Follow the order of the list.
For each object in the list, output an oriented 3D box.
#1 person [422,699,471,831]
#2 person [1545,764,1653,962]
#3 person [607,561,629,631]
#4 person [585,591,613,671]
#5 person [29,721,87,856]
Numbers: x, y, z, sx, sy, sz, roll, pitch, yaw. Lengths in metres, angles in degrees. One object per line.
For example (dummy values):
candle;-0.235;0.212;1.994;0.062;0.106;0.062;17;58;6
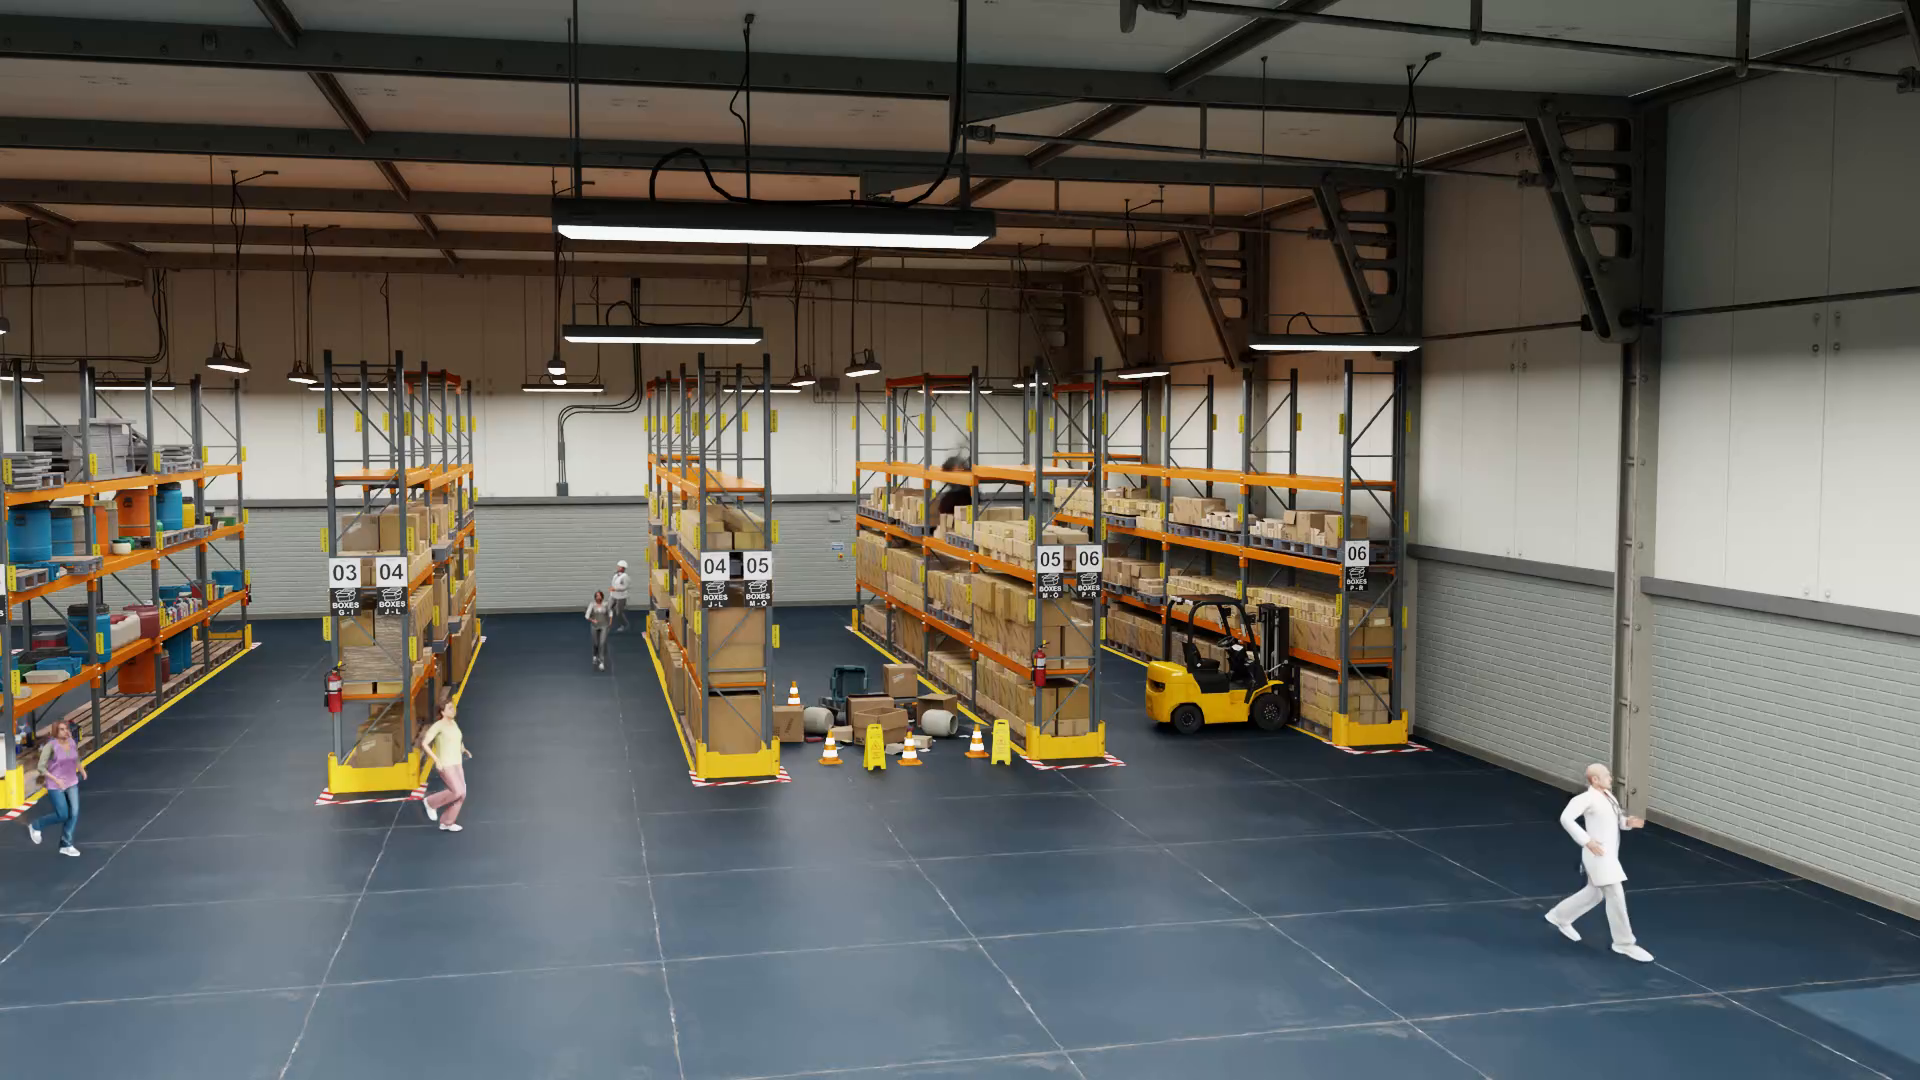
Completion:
person;-6.319;2.771;20.495;0.552;1.626;0.588;1;4;20
person;6.028;2.990;15.656;1.017;1.775;0.707;3;5;34
person;-8.115;1.371;39.493;0.648;1.766;0.815;3;5;40
person;-7.397;1.847;34.119;0.565;1.588;0.746;-1;4;-15
person;-10.523;2.883;19.414;0.630;1.581;0.540;2;4;22
